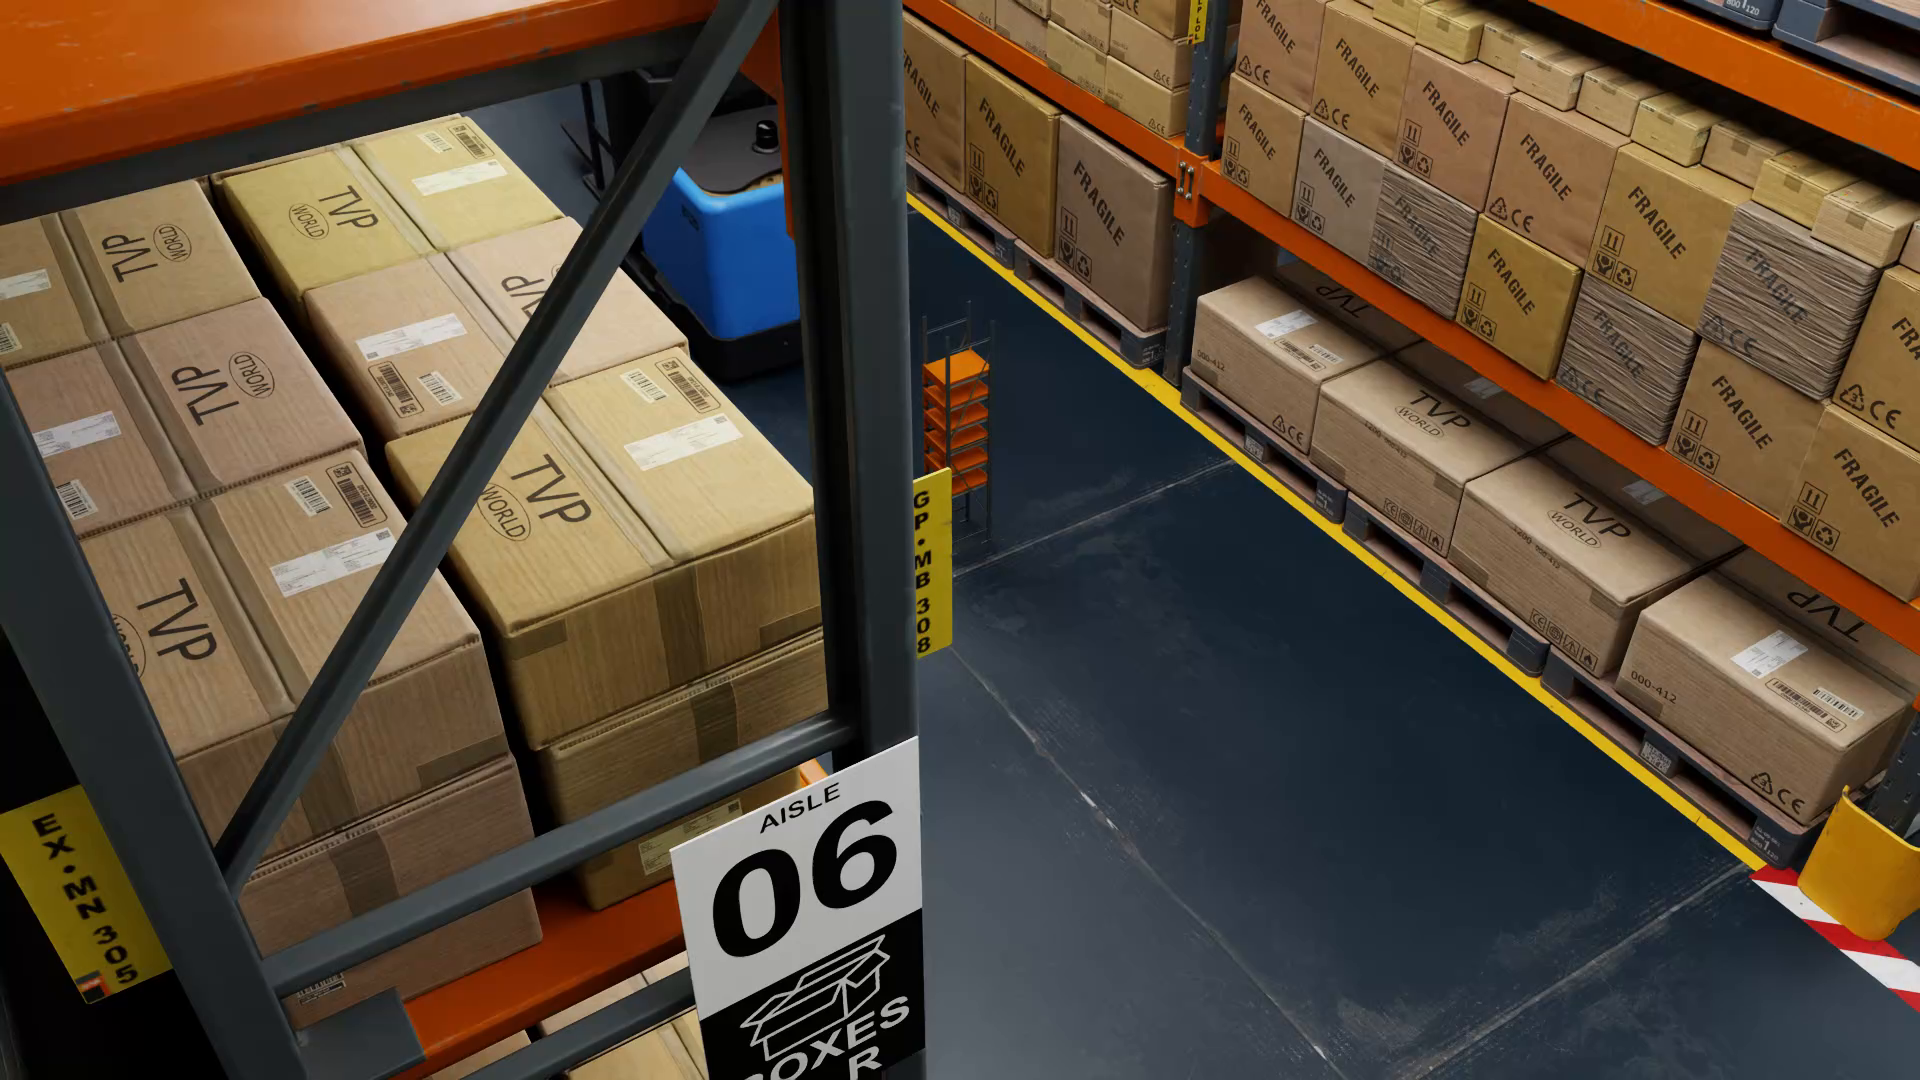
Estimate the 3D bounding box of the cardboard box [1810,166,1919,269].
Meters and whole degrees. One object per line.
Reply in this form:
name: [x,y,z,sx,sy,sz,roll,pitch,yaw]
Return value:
cardboard box: [2.943,-1.027,5.274,0.380,0.149,0.250,-23,45,-25]

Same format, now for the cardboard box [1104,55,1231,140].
cardboard box: [1.066,-2.248,8.222,0.500,0.250,0.500,-23,45,-25]

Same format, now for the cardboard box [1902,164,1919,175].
cardboard box: [3.313,-1.383,5.700,0.380,0.149,0.250,-24,45,-26]

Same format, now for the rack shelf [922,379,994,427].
rack shelf: [-0.008,-0.619,7.250,0.258,0.103,0.180,-22,45,-24]

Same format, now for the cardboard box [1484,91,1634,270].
cardboard box: [2.373,-1.404,6.233,0.500,0.500,0.500,-23,45,-25]

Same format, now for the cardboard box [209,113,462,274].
cardboard box: [-1.361,-0.827,3.550,0.500,0.250,0.500,-21,44,-23]

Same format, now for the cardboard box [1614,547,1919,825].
cardboard box: [3.232,0.510,6.469,0.875,0.438,0.875,-24,45,-26]

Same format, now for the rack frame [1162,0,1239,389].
rack frame: [1.520,-2.151,7.988,1.000,3.000,0.127,-22,45,-24]

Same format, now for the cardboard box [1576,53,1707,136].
cardboard box: [2.451,-1.606,5.968,0.380,0.149,0.250,-21,44,-23]

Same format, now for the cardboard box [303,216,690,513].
cardboard box: [-0.797,-0.289,2.905,0.500,0.250,0.500,-23,45,-25]

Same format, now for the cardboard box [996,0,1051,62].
cardboard box: [0.538,-2.802,8.887,0.500,0.250,0.500,-23,45,-25]

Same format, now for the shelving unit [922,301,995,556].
shelving unit: [-0.008,-0.469,7.375,0.258,1.200,0.189,-22,45,-24]

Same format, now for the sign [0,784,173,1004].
sign: [-0.991,0.407,1.884,0.100,0.325,0.005,-22,45,-24]

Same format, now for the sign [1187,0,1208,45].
sign: [1.068,-2.373,7.412,0.100,0.325,0.005,-22,45,-24]

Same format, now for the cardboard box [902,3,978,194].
cardboard box: [0.147,-2.770,10.063,0.875,0.875,0.875,-22,44,-24]

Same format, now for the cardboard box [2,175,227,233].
cardboard box: [-1.798,-0.661,3.351,0.500,0.250,0.500,-22,45,-24]

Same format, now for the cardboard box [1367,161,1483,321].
cardboard box: [2.081,-1.302,6.891,0.500,0.500,0.500,-22,45,-24]

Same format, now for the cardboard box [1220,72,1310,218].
cardboard box: [1.552,-1.846,7.543,0.500,0.500,0.500,-21,44,-23]

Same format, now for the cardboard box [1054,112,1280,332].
cardboard box: [1.119,-1.803,8.902,0.875,0.875,0.875,-21,44,-23]

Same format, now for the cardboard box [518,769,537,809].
cardboard box: [-0.650,0.279,2.926,0.380,0.149,0.250,-21,44,-24]

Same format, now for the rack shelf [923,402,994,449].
rack shelf: [-0.008,-0.527,7.327,0.258,0.103,0.180,-22,45,-24]

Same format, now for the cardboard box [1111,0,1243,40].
cardboard box: [1.068,-2.728,7.821,0.500,0.500,0.500,-21,44,-23]

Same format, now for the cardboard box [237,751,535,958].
cardboard box: [-0.981,0.364,2.512,0.500,0.250,0.500,-23,45,-25]

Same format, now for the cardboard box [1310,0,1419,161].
cardboard box: [1.838,-1.958,6.897,0.500,0.500,0.500,-23,45,-25]

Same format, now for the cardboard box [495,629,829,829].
cardboard box: [-0.520,0.176,2.737,0.500,0.250,0.500,-23,45,-25]

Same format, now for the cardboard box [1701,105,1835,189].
cardboard box: [2.761,-1.343,5.652,0.380,0.149,0.250,-23,45,-25]

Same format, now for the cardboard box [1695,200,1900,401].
cardboard box: [2.905,-0.864,5.585,0.500,0.500,0.500,-22,45,-24]

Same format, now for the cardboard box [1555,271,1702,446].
cardboard box: [2.646,-0.750,6.228,0.500,0.500,0.500,-21,44,-23]

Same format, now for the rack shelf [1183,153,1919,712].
rack shelf: [2.596,-0.795,6.922,1.077,0.370,4.000,-22,45,-24]

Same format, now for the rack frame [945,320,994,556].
rack frame: [0.041,-0.419,7.316,0.240,1.200,0.006,-22,45,-24]

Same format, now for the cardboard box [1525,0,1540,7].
cardboard box: [2.446,-2.195,6.675,0.380,0.149,0.250,-23,45,-25]

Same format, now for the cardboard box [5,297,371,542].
cardboard box: [-1.266,-0.107,2.686,0.500,0.250,0.500,-24,45,-26]

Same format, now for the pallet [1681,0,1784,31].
pallet: [2.603,-2.166,5.732,1.003,0.211,1.213,-22,45,-24]

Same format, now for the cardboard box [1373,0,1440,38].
cardboard box: [1.877,-2.151,6.622,0.380,0.149,0.250,-23,45,-25]

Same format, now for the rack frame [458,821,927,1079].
rack frame: [-0.512,1.719,3.344,1.000,3.000,0.127,-22,45,-24]

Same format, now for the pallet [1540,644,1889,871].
pallet: [3.175,0.675,6.775,1.003,0.211,1.213,-22,45,-24]

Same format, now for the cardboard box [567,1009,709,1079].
cardboard box: [-0.529,1.325,3.702,0.500,0.250,0.500,-22,45,-24]

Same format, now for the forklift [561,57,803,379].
forklift: [-1.517,-2.891,8.930,1.130,2.935,3.031,-20,44,-22]

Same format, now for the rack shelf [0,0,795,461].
rack shelf: [-1.587,-1.388,2.950,1.077,0.370,4.000,-22,45,-24]

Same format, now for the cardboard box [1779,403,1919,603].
cardboard box: [3.188,-0.199,5.568,0.500,0.500,0.500,-22,45,-24]

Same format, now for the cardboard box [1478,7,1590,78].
cardboard box: [2.200,-1.890,6.310,0.380,0.149,0.250,-22,45,-25]

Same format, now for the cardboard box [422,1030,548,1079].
cardboard box: [-1.259,1.227,3.819,0.500,0.250,0.500,-22,45,-24]

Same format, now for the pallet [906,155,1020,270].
pallet: [0.382,-2.129,10.140,1.003,0.211,1.213,-22,45,-24]

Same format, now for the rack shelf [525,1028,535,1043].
rack shelf: [-1.587,0.916,4.870,1.077,0.370,4.000,-22,45,-24]

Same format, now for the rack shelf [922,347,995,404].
rack shelf: [-0.008,-0.711,7.173,0.258,0.103,0.180,-22,45,-24]

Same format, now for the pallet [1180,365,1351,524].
pallet: [1.863,-0.642,8.355,1.003,0.211,1.213,-22,45,-24]

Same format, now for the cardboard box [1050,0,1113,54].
cardboard box: [0.803,-2.706,8.381,0.500,0.250,0.500,-21,44,-23]

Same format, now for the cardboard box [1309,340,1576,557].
cardboard box: [2.249,-0.469,7.643,0.875,0.438,0.875,-24,45,-26]
